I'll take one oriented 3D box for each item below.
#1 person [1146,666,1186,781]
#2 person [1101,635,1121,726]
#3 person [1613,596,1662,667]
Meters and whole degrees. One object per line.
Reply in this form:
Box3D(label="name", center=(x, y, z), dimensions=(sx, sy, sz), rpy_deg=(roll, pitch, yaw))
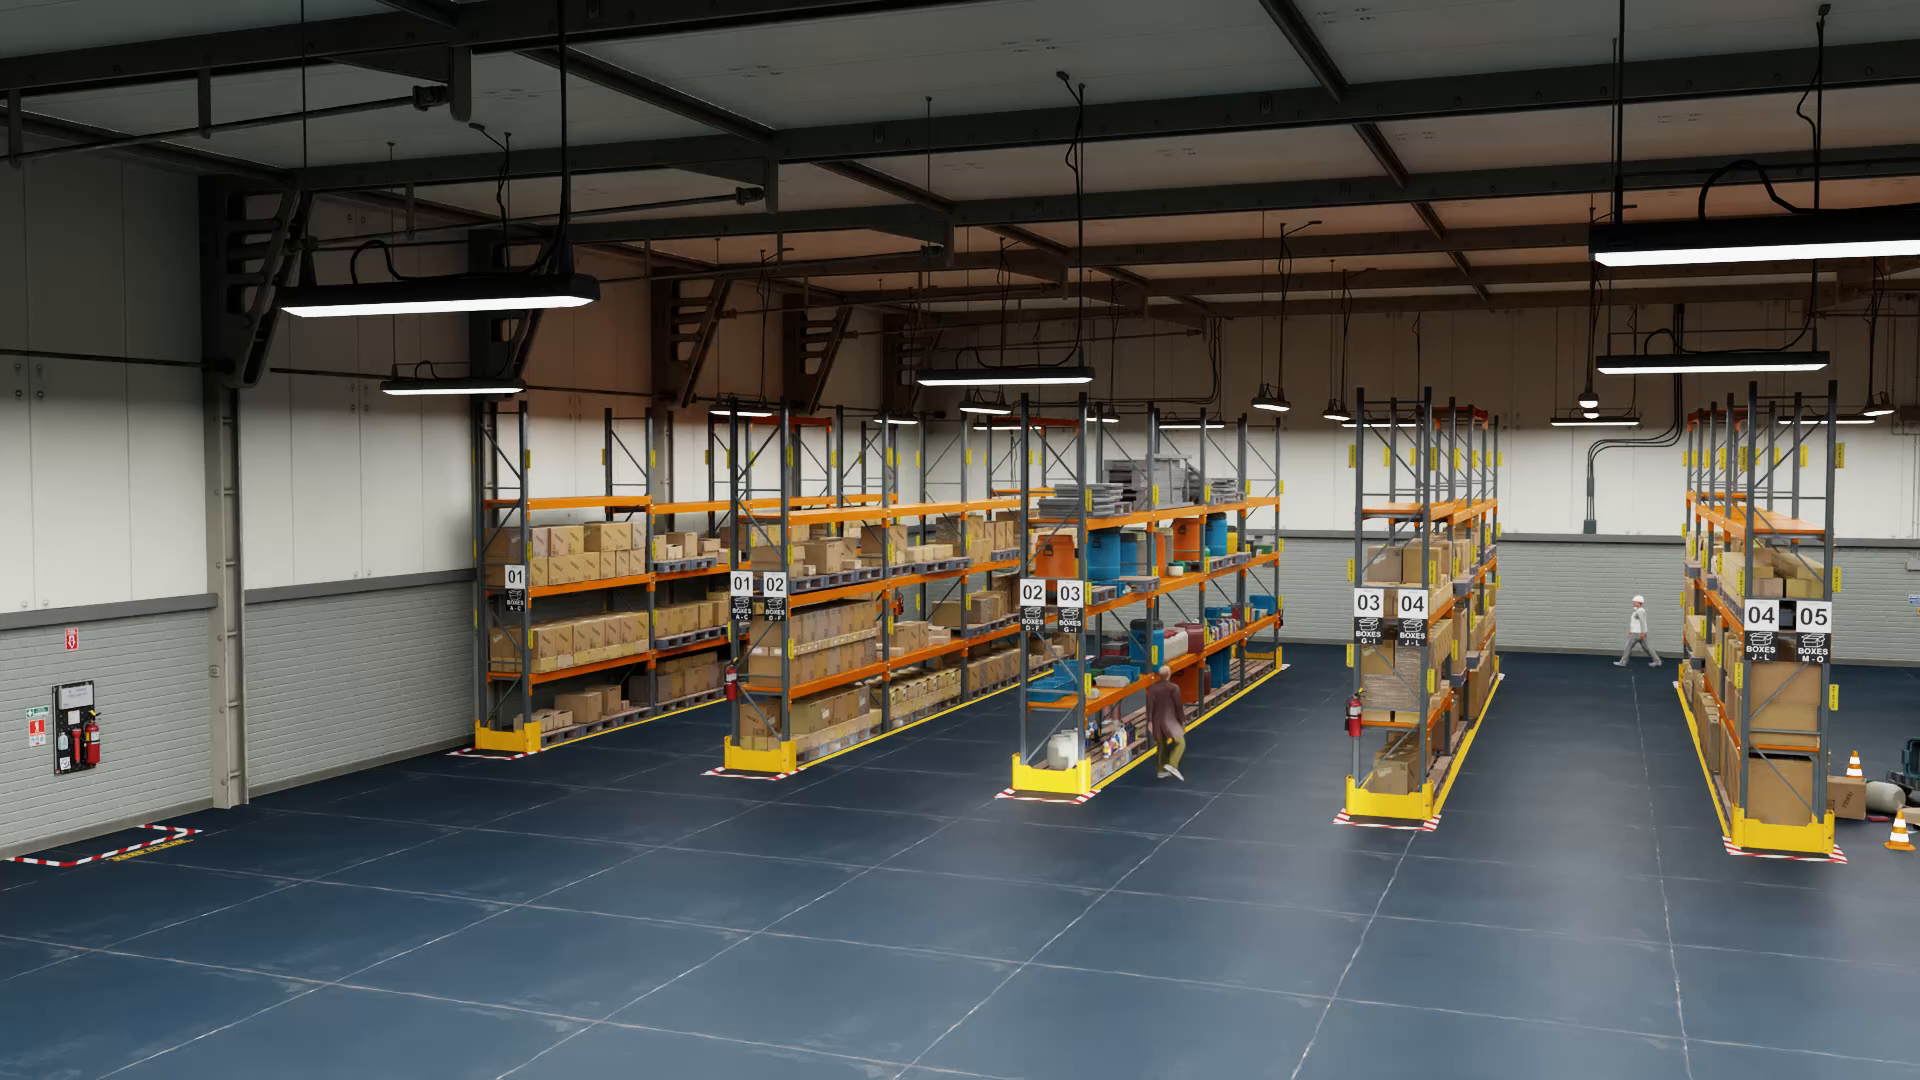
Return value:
Box3D(label="person", center=(3.249, 2.856, 25.993), dimensions=(0.706, 1.771, 0.595), rpy_deg=(2, 4, 40))
Box3D(label="person", center=(2.832, 2.583, 30.246), dimensions=(0.459, 1.697, 0.575), rpy_deg=(0, 3, -9))
Box3D(label="person", center=(16.257, 2.198, 39.858), dimensions=(1.070, 1.726, 0.512), rpy_deg=(2, 3, 35))
